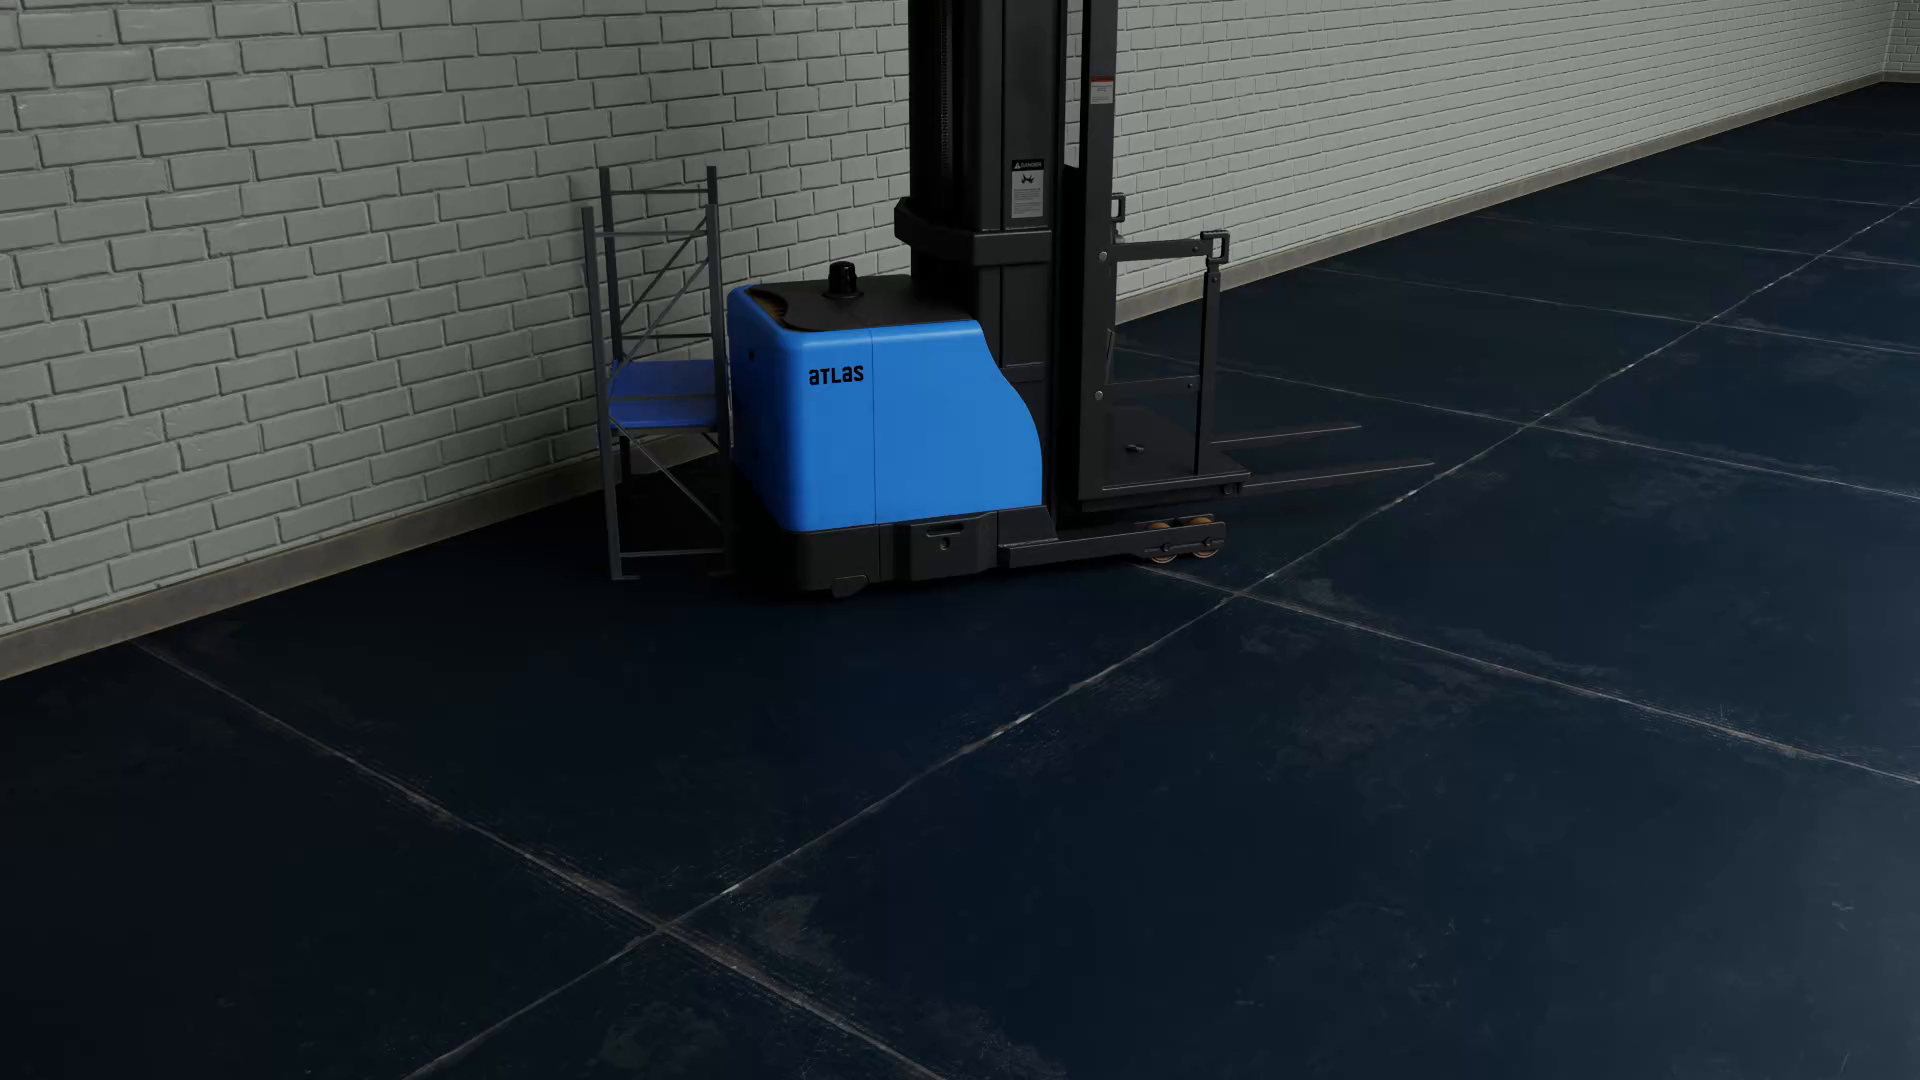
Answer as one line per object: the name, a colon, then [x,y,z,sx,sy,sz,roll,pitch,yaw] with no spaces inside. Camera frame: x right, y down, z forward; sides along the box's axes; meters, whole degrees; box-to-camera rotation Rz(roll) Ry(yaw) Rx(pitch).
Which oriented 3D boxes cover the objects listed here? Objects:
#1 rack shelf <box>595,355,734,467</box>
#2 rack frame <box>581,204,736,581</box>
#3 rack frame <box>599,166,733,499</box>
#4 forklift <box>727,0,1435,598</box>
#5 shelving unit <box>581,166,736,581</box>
rack shelf: [-1.236,-0.563,7.045,0.538,0.185,1.000,-3,21,-7]
rack frame: [-1.167,-0.553,6.510,0.500,1.500,0.032,-3,21,-7]
rack frame: [-1.306,-0.909,7.453,0.500,1.500,0.032,-3,21,-7]
forklift: [0.589,-1.443,6.841,3.031,2.935,1.130,-7,22,-18]
shelving unit: [-1.236,-0.731,6.982,0.538,1.500,1.048,-3,21,-7]
